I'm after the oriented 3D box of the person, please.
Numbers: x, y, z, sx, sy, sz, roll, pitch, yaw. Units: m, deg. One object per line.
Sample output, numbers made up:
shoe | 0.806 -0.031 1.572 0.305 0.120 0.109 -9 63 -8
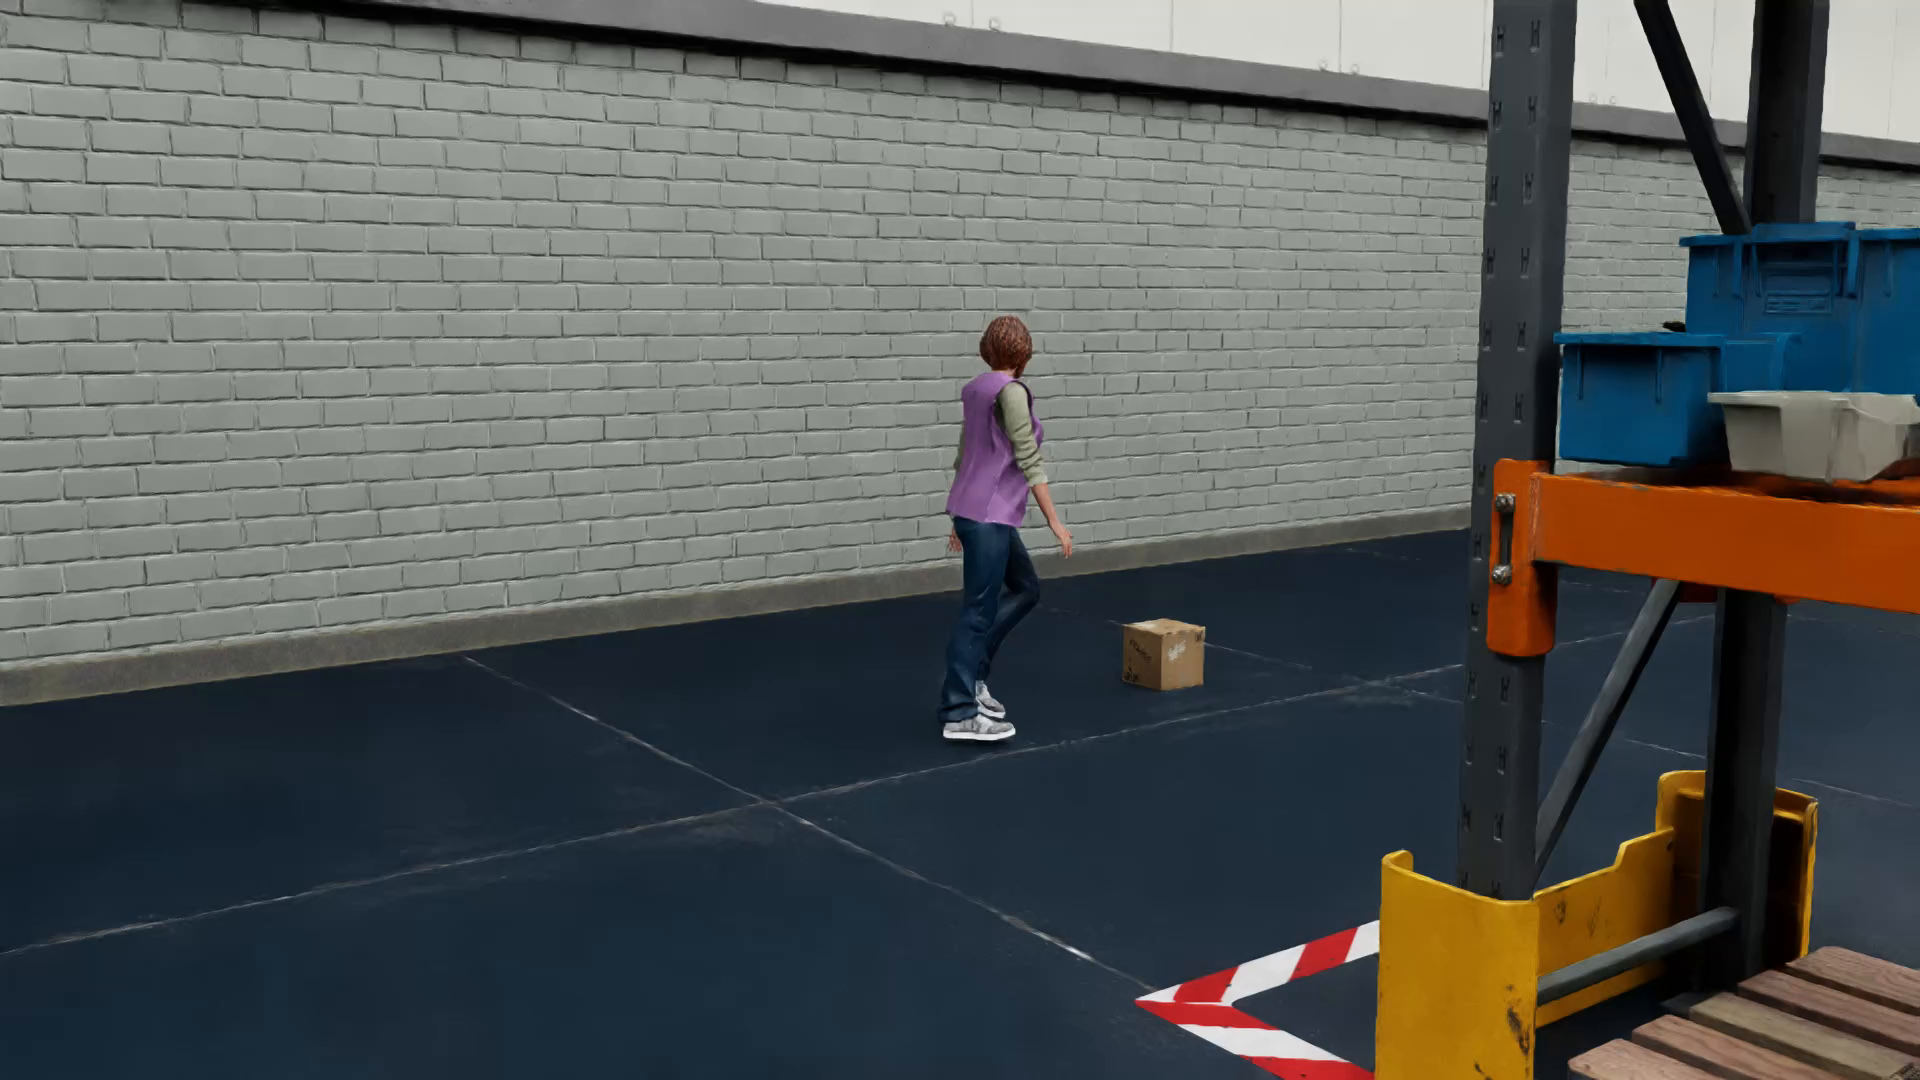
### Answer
person | 0.113 0.045 6.277 0.465 1.353 0.484 -2 8 -11
